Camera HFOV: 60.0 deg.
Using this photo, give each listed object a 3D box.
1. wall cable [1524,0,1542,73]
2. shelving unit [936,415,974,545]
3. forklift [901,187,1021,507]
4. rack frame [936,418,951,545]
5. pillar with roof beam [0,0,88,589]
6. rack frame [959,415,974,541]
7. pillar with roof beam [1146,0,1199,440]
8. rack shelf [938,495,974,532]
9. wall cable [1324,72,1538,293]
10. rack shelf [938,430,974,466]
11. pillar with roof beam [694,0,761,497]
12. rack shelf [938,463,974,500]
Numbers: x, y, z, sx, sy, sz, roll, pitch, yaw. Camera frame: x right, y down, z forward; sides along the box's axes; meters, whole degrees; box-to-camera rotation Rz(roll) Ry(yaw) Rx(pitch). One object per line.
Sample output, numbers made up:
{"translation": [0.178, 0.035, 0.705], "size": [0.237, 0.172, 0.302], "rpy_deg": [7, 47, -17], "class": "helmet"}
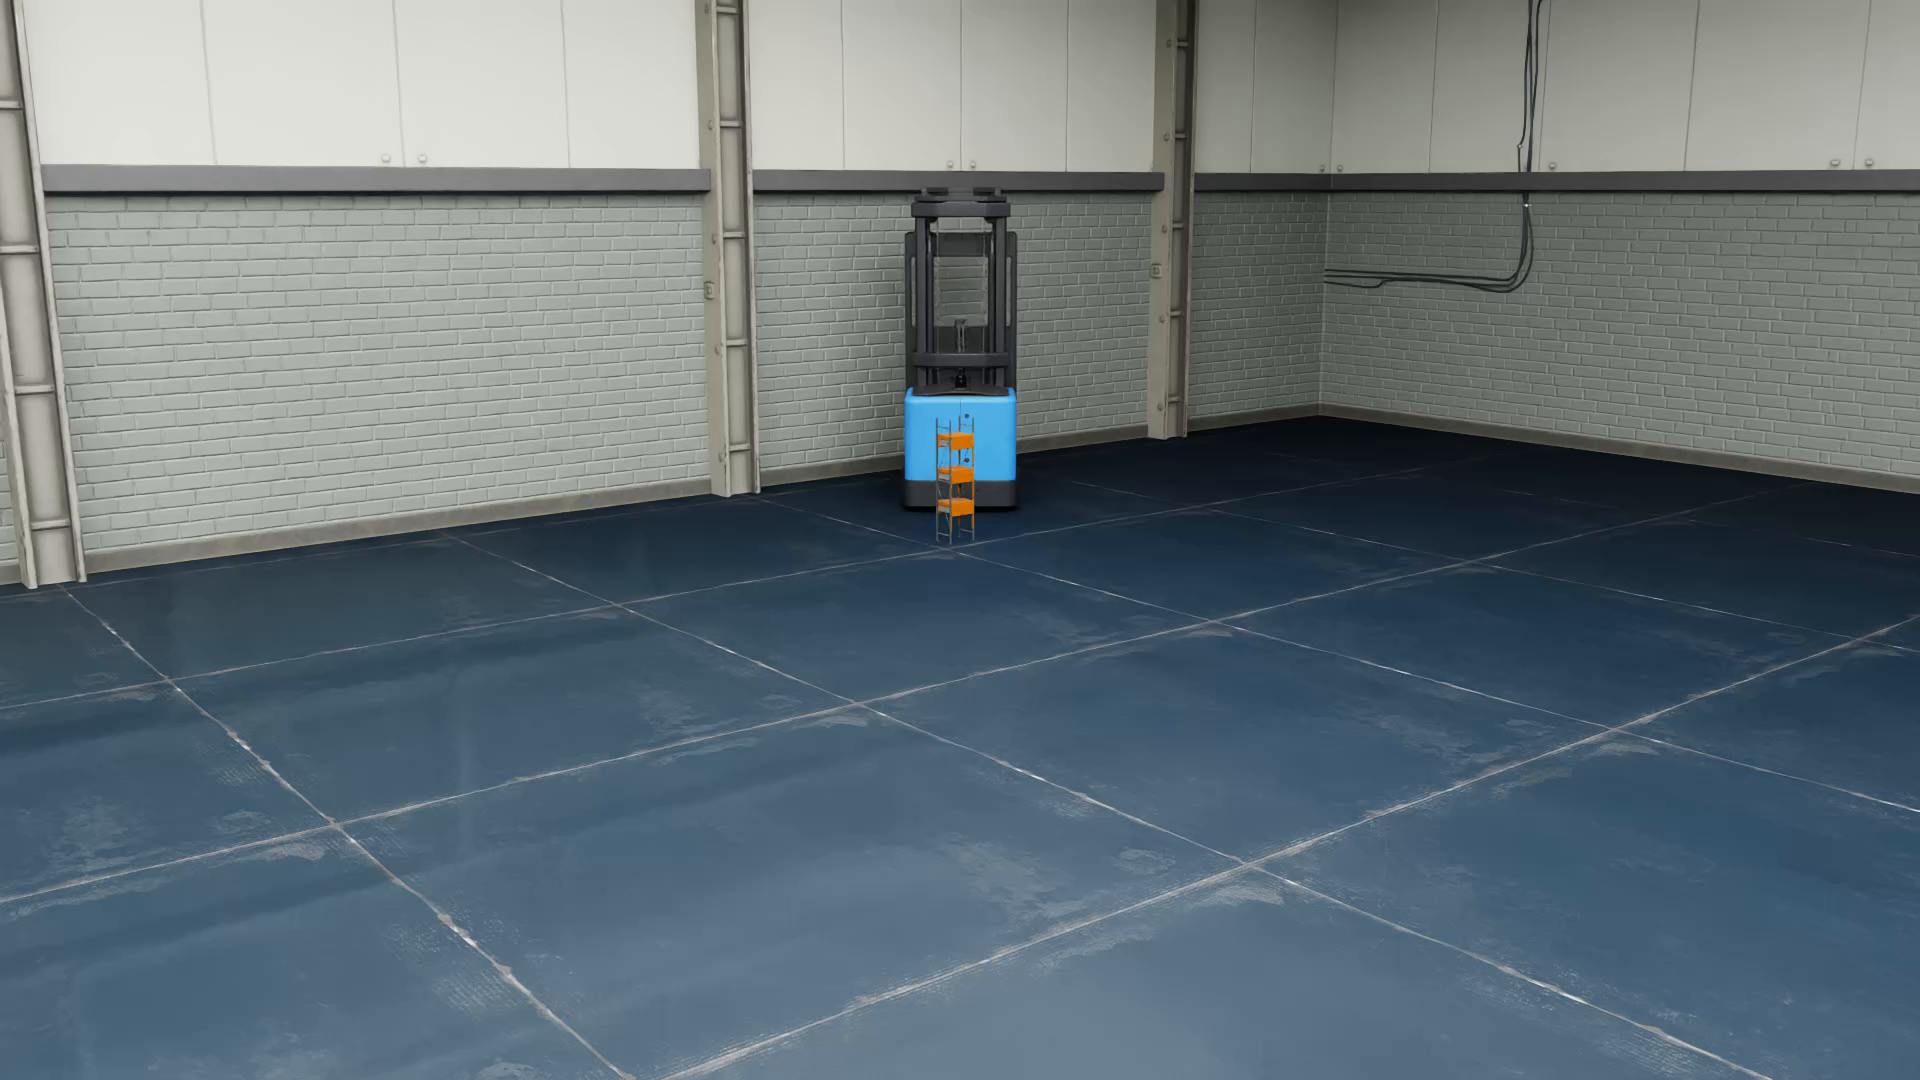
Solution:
{"translation": [7.299, -6.325, 17.566], "size": [0.112, 2.526, 3.097], "rpy_deg": [-9, 15, -38], "class": "wall cable"}
{"translation": [-0.042, -0.507, 13.987], "size": [0.252, 1.050, 0.215], "rpy_deg": [-9, 15, -38], "class": "shelving unit"}
{"translation": [0.011, -1.984, 16.414], "size": [1.130, 2.935, 3.031], "rpy_deg": [0, 12, 0], "class": "forklift"}
{"translation": [-0.137, -0.491, 13.912], "size": [0.008, 1.050, 0.200], "rpy_deg": [-9, 15, -38], "class": "rack frame"}
{"translation": [-4.199, -3.389, 8.423], "size": [0.400, 9.000, 9.100], "rpy_deg": [-9, 15, -38], "class": "pillar with roof beam"}
{"translation": [0.054, -0.522, 14.062], "size": [0.008, 1.050, 0.200], "rpy_deg": [-9, 15, -38], "class": "rack frame"}
{"translation": [5.171, -4.946, 15.756], "size": [0.400, 9.000, 9.100], "rpy_deg": [-9, 15, -38], "class": "pillar with roof beam"}
{"translation": [-0.042, -0.224, 14.047], "size": [0.240, 0.259, 0.215], "rpy_deg": [-9, 15, -38], "class": "rack shelf"}
{"translation": [5.609, -4.293, 20.157], "size": [0.112, 2.526, 3.097], "rpy_deg": [-9, 15, -38], "class": "wall cable"}
{"translation": [-0.042, -0.774, 13.930], "size": [0.240, 0.259, 0.215], "rpy_deg": [-9, 15, -38], "class": "rack shelf"}
{"translation": [0.486, -4.167, 12.090], "size": [0.400, 9.000, 9.100], "rpy_deg": [-9, 15, -38], "class": "pillar with roof beam"}
{"translation": [-0.042, -0.496, 13.989], "size": [0.240, 0.259, 0.215], "rpy_deg": [-9, 15, -38], "class": "rack shelf"}
